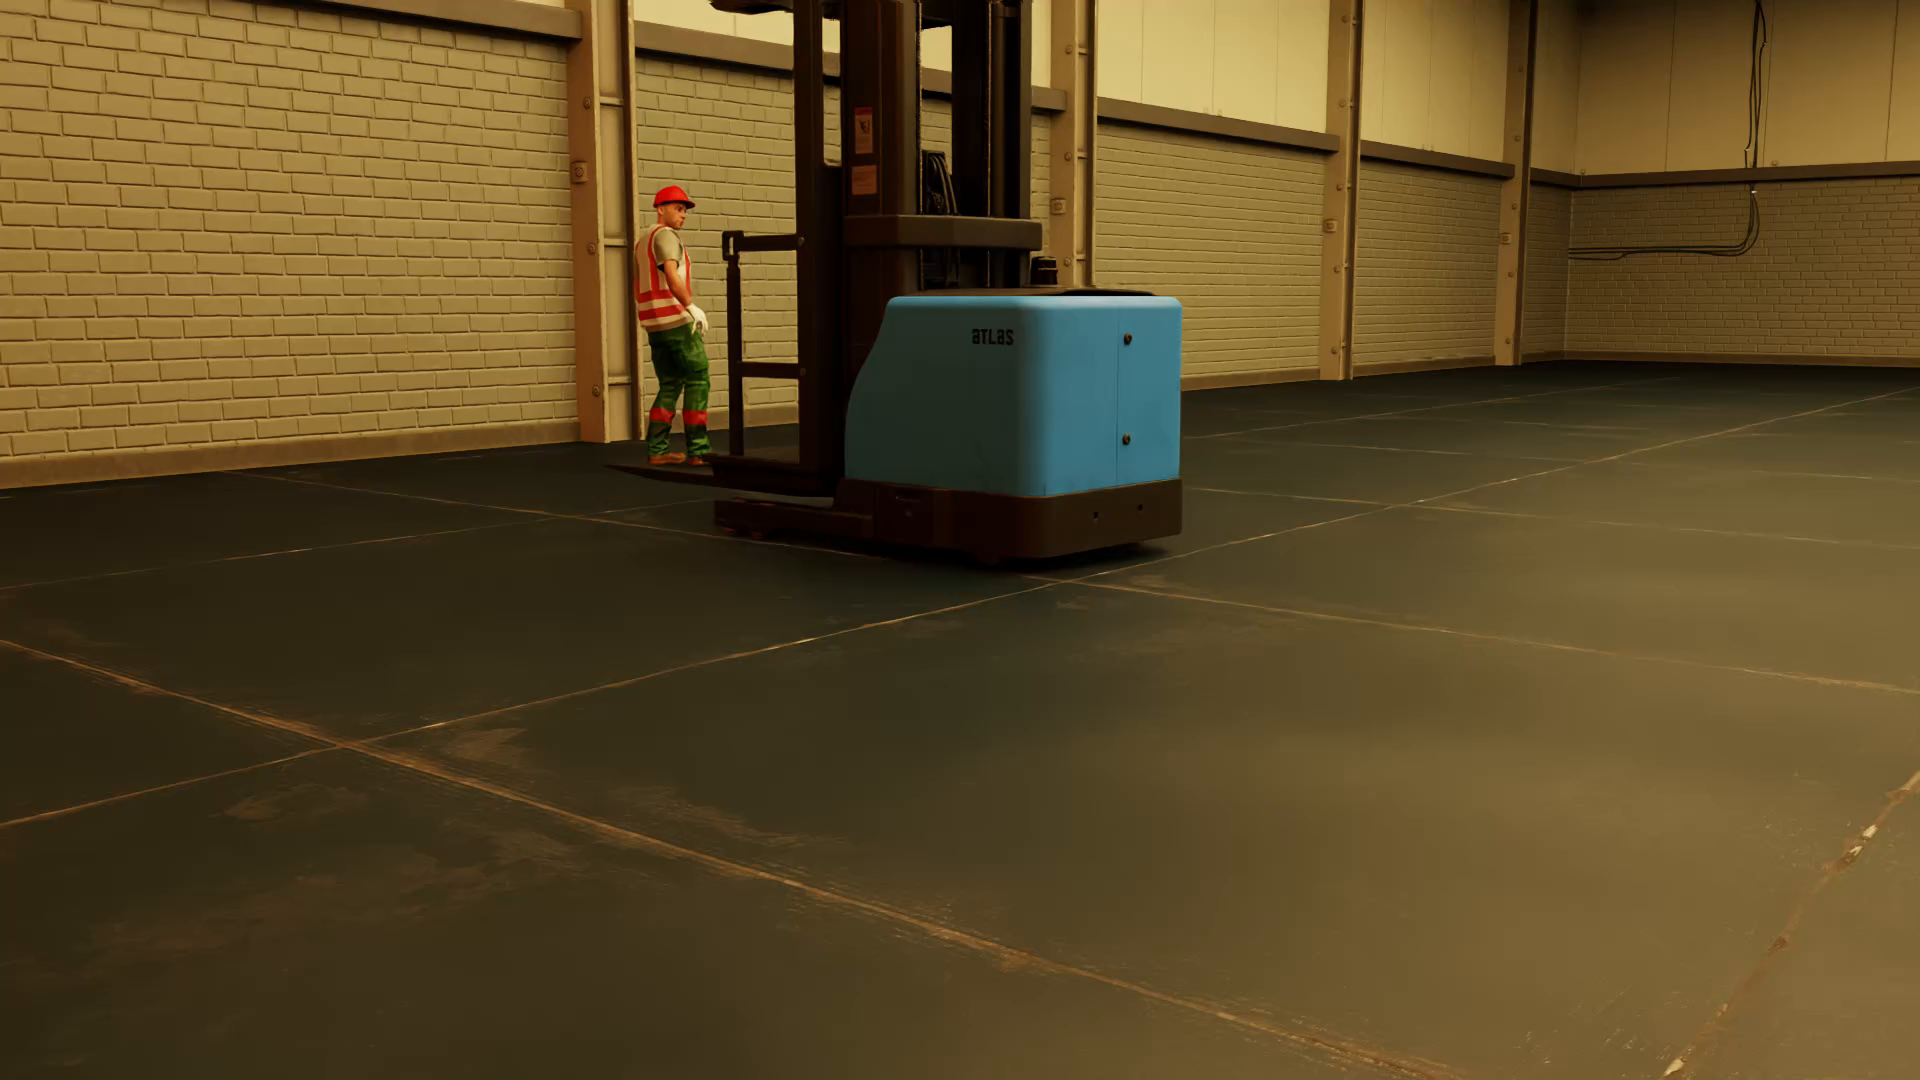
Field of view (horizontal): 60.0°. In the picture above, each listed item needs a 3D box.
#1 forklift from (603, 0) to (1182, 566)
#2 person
[{"bbox_3d":[-0.483,-1.504,7.561,3.031,2.935,1.130,7,11,42],"label":"forklift"},{"bbox_3d":[-1.788,-1.364,10.622,0.504,1.768,0.761,-7,11,-38],"label":"person"}]
